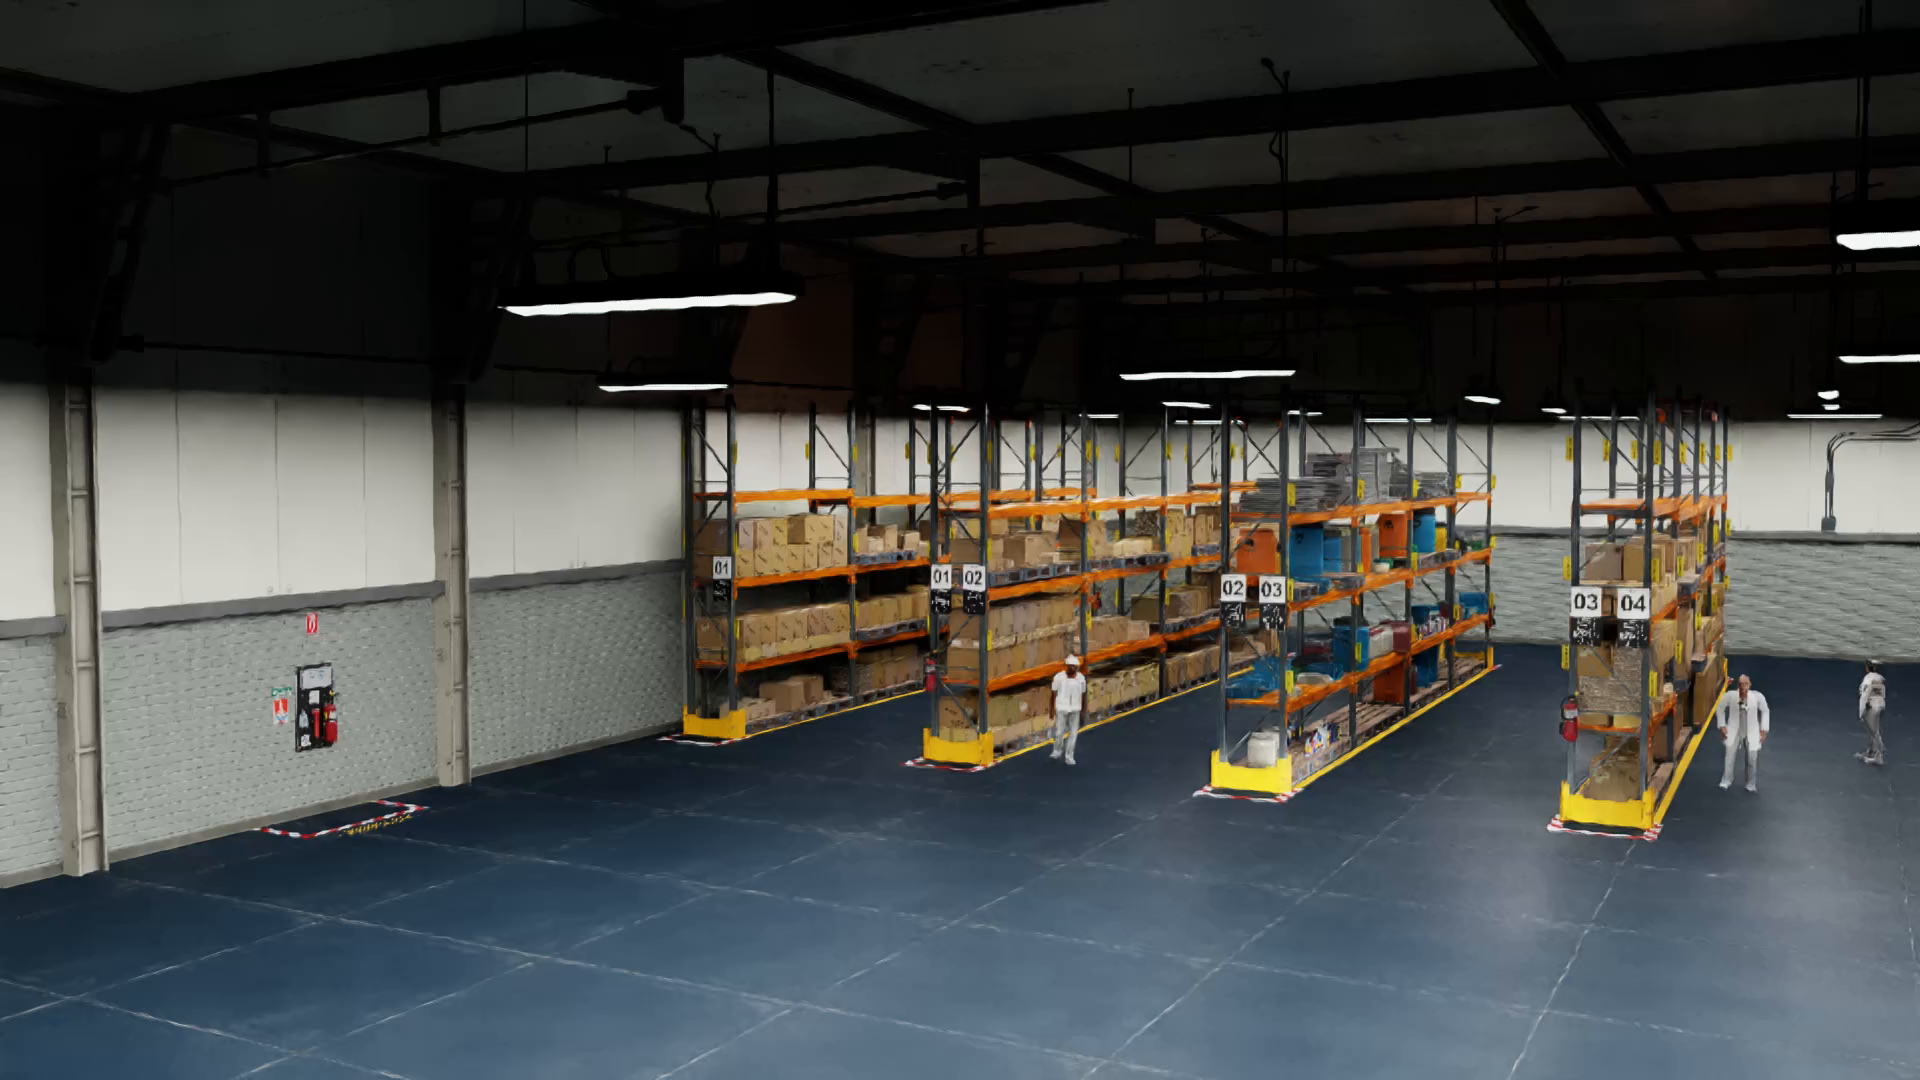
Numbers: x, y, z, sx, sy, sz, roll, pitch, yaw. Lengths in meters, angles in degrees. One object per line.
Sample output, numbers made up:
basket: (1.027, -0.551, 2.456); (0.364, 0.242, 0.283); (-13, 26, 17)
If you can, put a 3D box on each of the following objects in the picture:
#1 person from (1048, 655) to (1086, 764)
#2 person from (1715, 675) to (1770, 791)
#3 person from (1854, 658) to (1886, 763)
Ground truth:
person: (1.731, 2.718, 26.813); (0.608, 1.754, 0.577); (0, 3, -8)
person: (11.581, 2.844, 24.628); (0.729, 1.732, 0.546); (1, 3, 26)
person: (14.725, 2.745, 26.889); (0.586, 1.651, 0.548); (-2, 4, -37)
